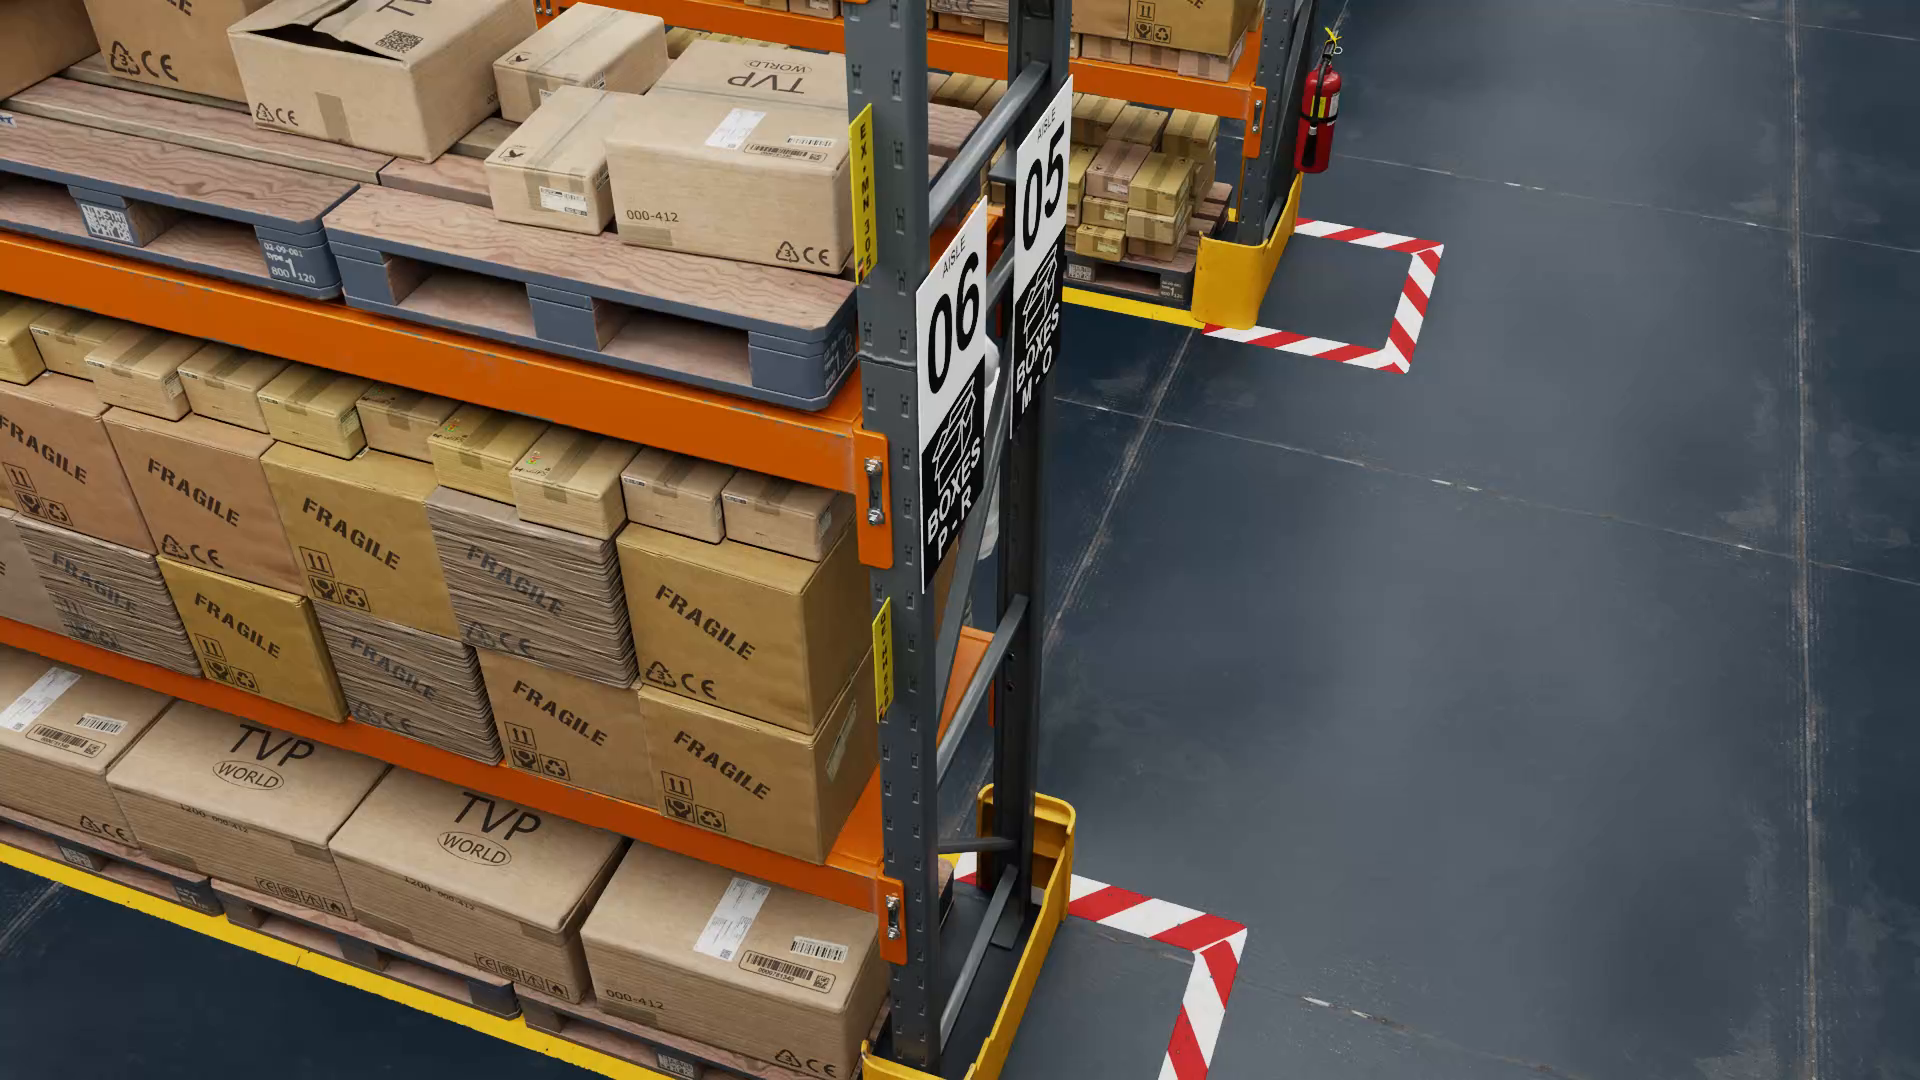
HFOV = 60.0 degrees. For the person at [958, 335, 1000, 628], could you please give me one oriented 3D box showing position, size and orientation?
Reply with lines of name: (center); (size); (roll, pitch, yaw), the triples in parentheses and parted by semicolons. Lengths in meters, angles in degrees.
person: (-0.092, -0.074, 6.214); (0.578, 1.781, 0.656); (9, 42, 10)
